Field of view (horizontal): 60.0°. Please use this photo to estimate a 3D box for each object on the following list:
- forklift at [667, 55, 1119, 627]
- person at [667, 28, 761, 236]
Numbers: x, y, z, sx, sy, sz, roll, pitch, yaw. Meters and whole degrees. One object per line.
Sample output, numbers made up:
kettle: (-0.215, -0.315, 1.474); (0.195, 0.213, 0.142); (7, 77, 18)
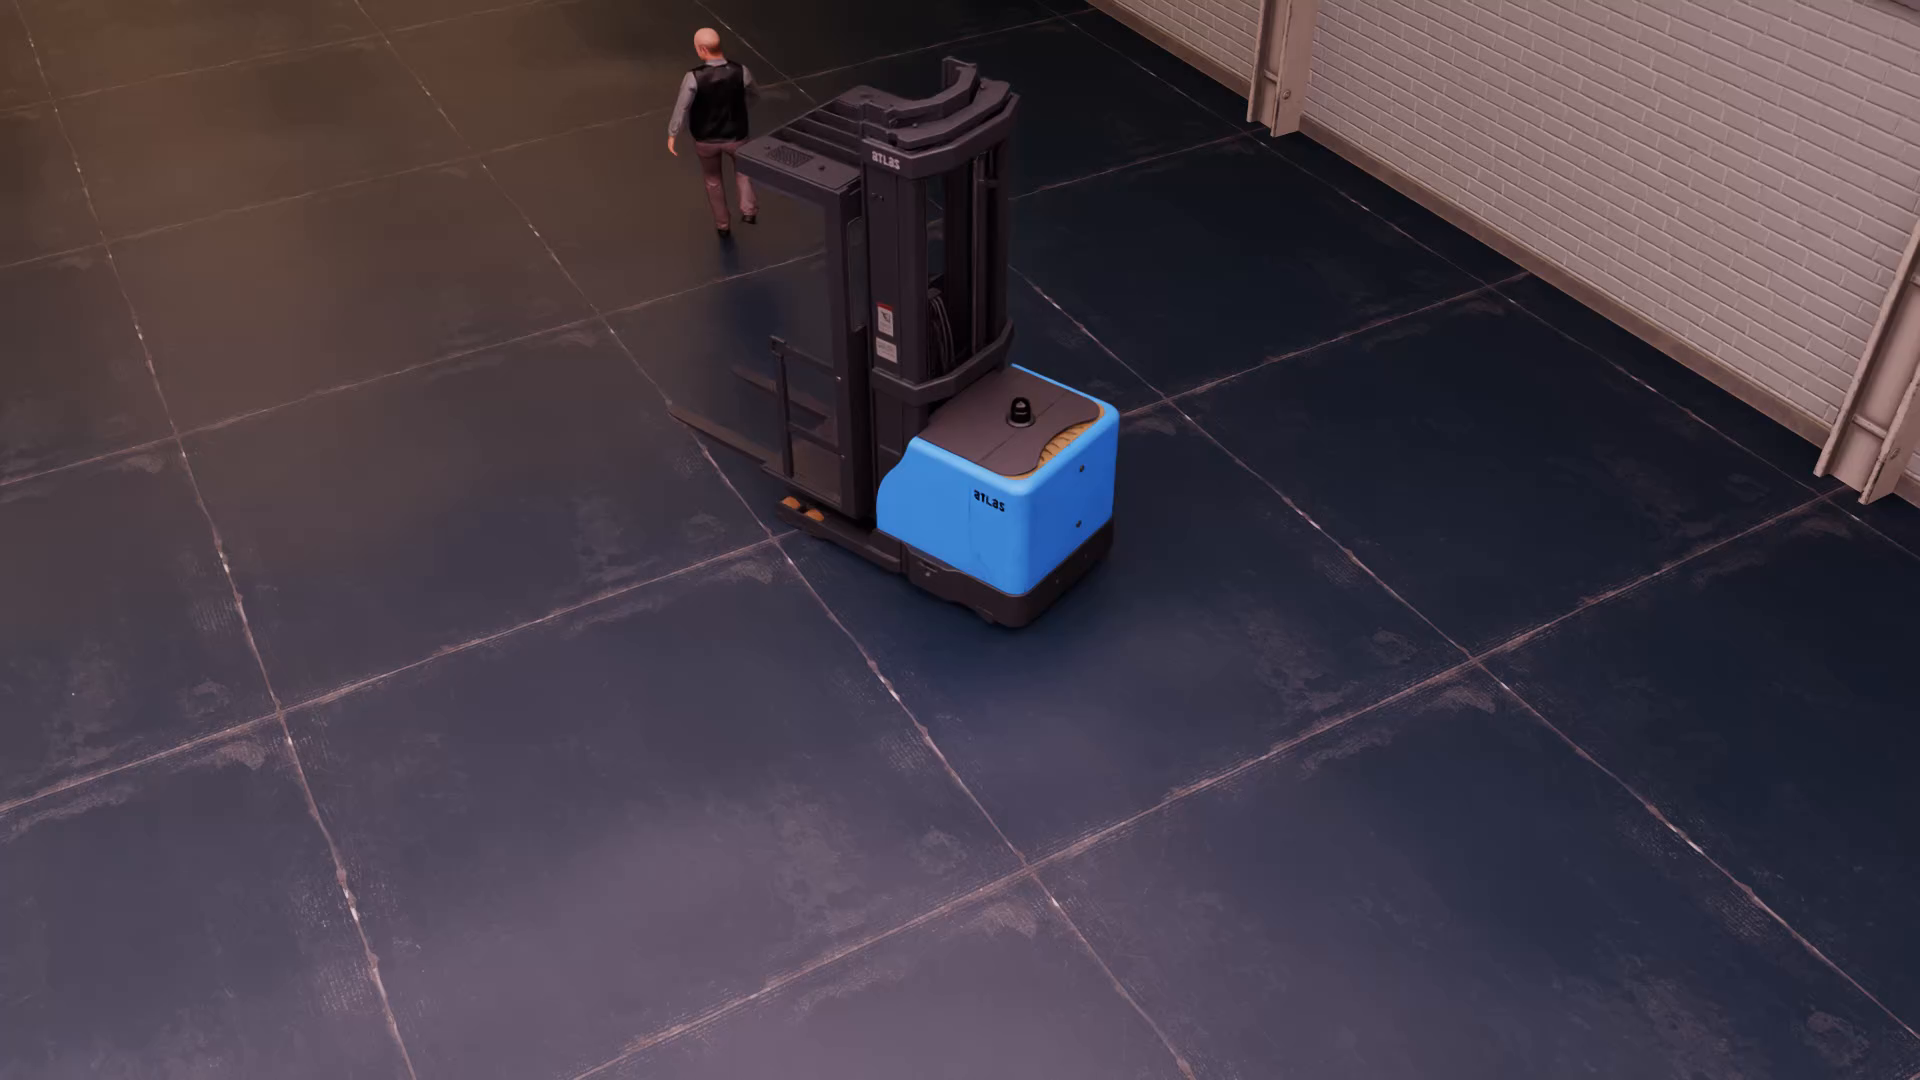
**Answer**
forklift: (-0.541, -1.395, 9.718); (3.031, 2.935, 1.130); (26, 46, 28)
person: (-1.861, -3.090, 12.650); (0.733, 1.703, 0.505); (-6, 40, -8)
